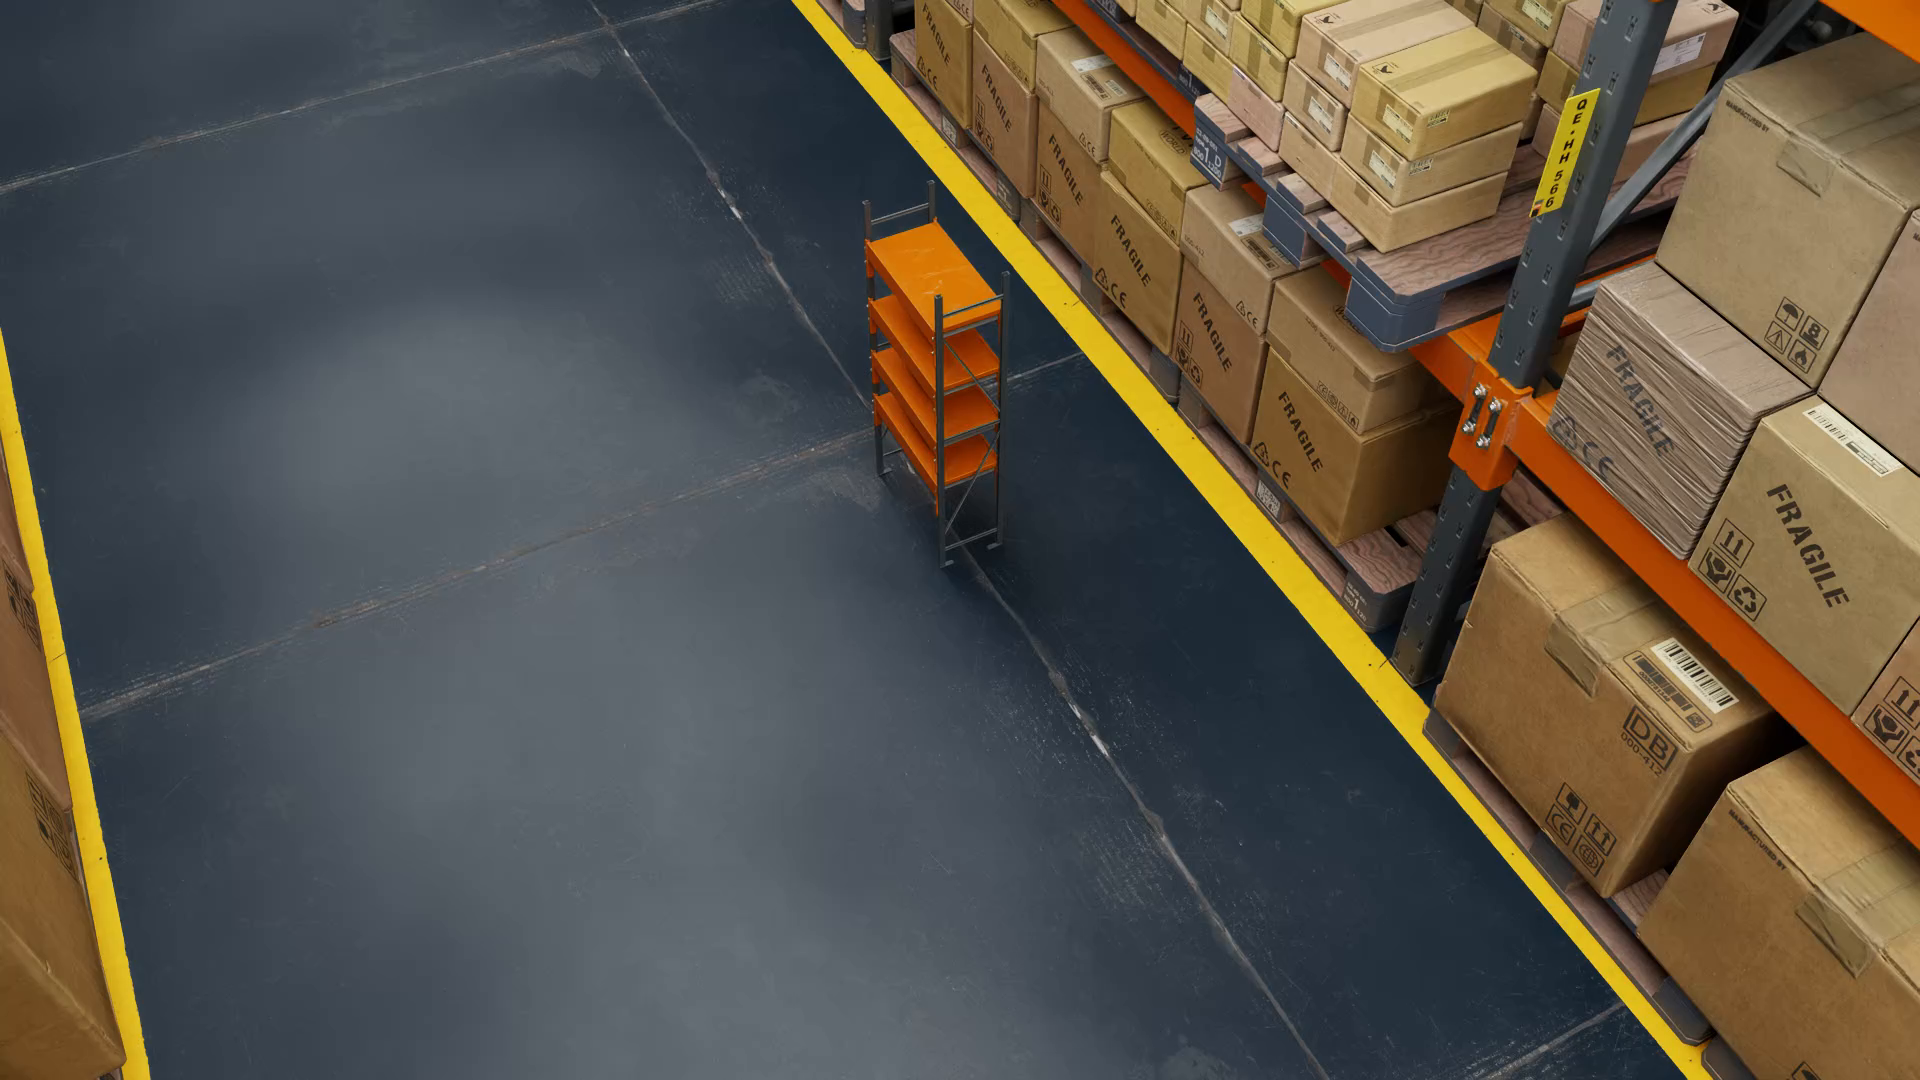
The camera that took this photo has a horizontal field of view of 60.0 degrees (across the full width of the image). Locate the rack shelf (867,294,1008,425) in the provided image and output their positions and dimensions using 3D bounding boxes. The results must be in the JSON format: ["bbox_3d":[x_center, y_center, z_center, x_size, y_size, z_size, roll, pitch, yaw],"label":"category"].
[{"bbox_3d":[-0.076,-0.609,5.278,0.258,0.148,0.480,-21,52,-18],"label":"rack shelf"}]

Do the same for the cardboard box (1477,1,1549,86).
[{"bbox_3d":[1.697,-1.449,4.715,0.380,0.149,0.250,-19,51,-16],"label":"cardboard box"}]

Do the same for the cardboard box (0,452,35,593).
[{"bbox_3d":[-3.701,-0.178,5.045,1.225,0.875,0.875,-23,53,-19],"label":"cardboard box"}]

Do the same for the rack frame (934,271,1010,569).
[{"bbox_3d":[0.036,-0.342,5.252,0.240,1.200,0.015,-21,52,-18],"label":"rack frame"}]

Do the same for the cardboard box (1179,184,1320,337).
[{"bbox_3d":[1.079,-0.986,5.503,0.500,0.250,0.500,-20,52,-17],"label":"cardboard box"}]

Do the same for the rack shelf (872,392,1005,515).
[{"bbox_3d":[-0.076,-0.331,5.595,0.258,0.148,0.480,-21,52,-18],"label":"rack shelf"}]

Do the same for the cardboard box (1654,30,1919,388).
[{"bbox_3d":[2.062,-0.780,3.709,0.700,0.500,0.500,-21,52,-18],"label":"cardboard box"}]

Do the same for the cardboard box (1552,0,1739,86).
[{"bbox_3d":[1.824,-1.352,4.433,0.380,0.149,0.250,-21,52,-17],"label":"cardboard box"}]

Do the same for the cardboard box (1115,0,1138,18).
[{"bbox_3d":[0.649,-1.809,5.228,0.380,0.149,0.250,-20,52,-16],"label":"cardboard box"}]

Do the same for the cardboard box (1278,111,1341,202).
[{"bbox_3d":[1.119,-1.116,4.621,0.380,0.149,0.250,-21,52,-18],"label":"cardboard box"}]

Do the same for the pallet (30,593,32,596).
[{"bbox_3d":[-3.439,0.468,5.200,1.003,0.211,1.213,-21,52,-18],"label":"pallet"}]

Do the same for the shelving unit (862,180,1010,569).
[{"bbox_3d":[-0.076,-0.506,5.395,0.258,1.200,0.503,-21,52,-18],"label":"shelving unit"}]

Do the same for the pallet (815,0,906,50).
[{"bbox_3d":[-0.304,-2.918,8.162,1.003,0.211,1.213,-21,52,-18],"label":"pallet"}]

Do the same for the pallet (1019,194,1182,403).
[{"bbox_3d":[0.955,-1.143,6.609,1.003,0.211,1.213,-21,52,-18],"label":"pallet"}]

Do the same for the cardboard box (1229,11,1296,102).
[{"bbox_3d":[0.988,-1.402,4.674,0.380,0.149,0.250,-20,52,-17],"label":"cardboard box"}]

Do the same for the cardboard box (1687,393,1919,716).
[{"bbox_3d":[2.066,-0.022,3.710,0.500,0.500,0.500,-22,52,-18],"label":"cardboard box"}]

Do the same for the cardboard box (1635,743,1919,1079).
[{"bbox_3d":[2.467,0.903,4.183,1.050,0.750,0.750,-20,52,-17],"label":"cardboard box"}]

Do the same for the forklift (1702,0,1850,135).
[{"bbox_3d":[3.116,-1.861,5.430,1.130,2.935,3.031,-25,54,-21],"label":"forklift"}]

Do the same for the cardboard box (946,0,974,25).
[{"bbox_3d":[0.138,-2.376,6.718,0.500,0.250,0.500,-23,53,-19],"label":"cardboard box"}]

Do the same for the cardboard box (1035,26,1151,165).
[{"bbox_3d":[0.614,-1.677,6.108,0.500,0.250,0.500,-19,52,-16],"label":"cardboard box"}]

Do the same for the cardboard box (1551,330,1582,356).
[{"bbox_3d":[1.765,-0.829,5.366,0.500,0.250,0.500,-23,53,-19],"label":"cardboard box"}]

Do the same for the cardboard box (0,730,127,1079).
[{"bbox_3d":[-2.888,1.011,4.005,1.225,0.875,0.875,-23,53,-19],"label":"cardboard box"}]

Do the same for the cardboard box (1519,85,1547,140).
[{"bbox_3d":[1.718,-1.326,4.805,0.380,0.149,0.250,-19,51,-16],"label":"cardboard box"}]

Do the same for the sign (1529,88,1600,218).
[{"bbox_3d":[1.387,-0.884,3.813,0.100,0.325,0.005,-21,52,-18],"label":"sign"}]

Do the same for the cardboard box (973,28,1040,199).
[{"bbox_3d":[0.381,-1.775,6.691,0.500,0.500,0.500,-19,52,-16],"label":"cardboard box"}]

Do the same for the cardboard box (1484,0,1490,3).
[{"bbox_3d":[1.593,-1.694,4.731,0.380,0.149,0.250,-21,52,-18],"label":"cardboard box"}]

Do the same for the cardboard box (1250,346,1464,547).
[{"bbox_3d":[1.332,-0.388,5.478,0.500,0.500,0.500,-21,52,-18],"label":"cardboard box"}]

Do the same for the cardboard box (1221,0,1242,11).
[{"bbox_3d":[0.875,-1.665,4.706,0.380,0.149,0.250,-20,52,-16],"label":"cardboard box"}]

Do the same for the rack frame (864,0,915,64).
[{"bbox_3d":[0.035,-3.399,6.730,1.000,3.000,0.127,-21,52,-18],"label":"rack frame"}]

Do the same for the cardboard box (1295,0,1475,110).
[{"bbox_3d":[1.121,-1.312,4.398,0.380,0.149,0.250,-22,52,-18],"label":"cardboard box"}]

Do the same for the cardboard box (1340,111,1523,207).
[{"bbox_3d":[1.234,-1.049,4.365,0.380,0.149,0.250,-20,52,-17],"label":"cardboard box"}]

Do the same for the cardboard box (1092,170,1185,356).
[{"bbox_3d":[0.841,-1.085,6.088,0.500,0.500,0.500,-23,53,-19],"label":"cardboard box"}]

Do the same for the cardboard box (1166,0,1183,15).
[{"bbox_3d":[0.762,-1.737,4.967,0.380,0.149,0.250,-21,52,-18],"label":"cardboard box"}]

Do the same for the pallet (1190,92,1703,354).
[{"bbox_3d":[1.445,-1.099,4.846,1.213,0.211,1.003,-21,52,-18],"label":"pallet"}]

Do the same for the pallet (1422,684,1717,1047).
[{"bbox_3d":[2.159,0.750,4.954,1.003,0.211,1.213,-21,52,-18],"label":"pallet"}]

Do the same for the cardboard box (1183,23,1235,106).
[{"bbox_3d":[0.890,-1.456,4.919,0.380,0.149,0.250,-22,52,-18],"label":"cardboard box"}]

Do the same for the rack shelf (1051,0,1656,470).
[{"bbox_3d":[0.950,-1.824,5.830,1.077,0.370,4.000,-21,52,-18],"label":"rack shelf"}]
